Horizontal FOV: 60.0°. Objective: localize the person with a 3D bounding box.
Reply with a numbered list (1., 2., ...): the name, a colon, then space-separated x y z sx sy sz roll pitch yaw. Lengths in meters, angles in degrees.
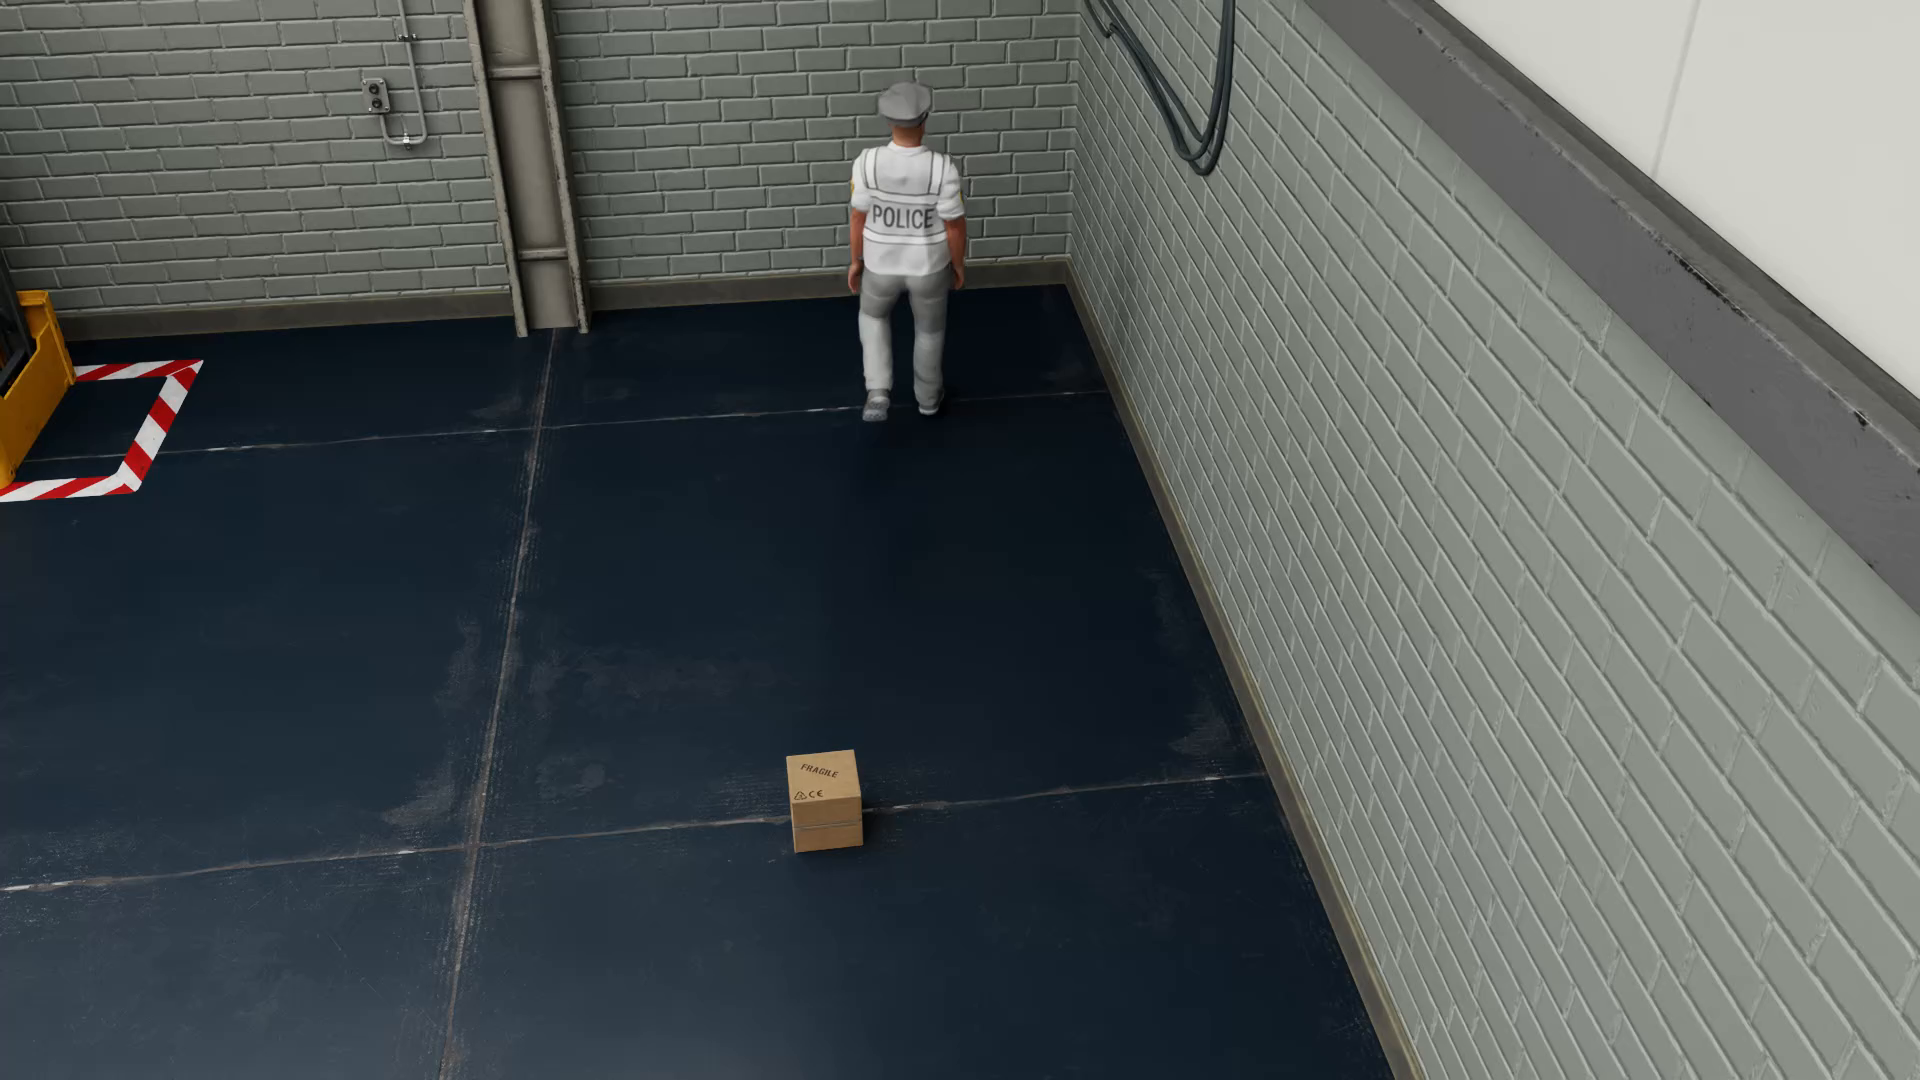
1. person: -0.253 -1.371 8.067 0.579 1.768 0.619 2 35 3
